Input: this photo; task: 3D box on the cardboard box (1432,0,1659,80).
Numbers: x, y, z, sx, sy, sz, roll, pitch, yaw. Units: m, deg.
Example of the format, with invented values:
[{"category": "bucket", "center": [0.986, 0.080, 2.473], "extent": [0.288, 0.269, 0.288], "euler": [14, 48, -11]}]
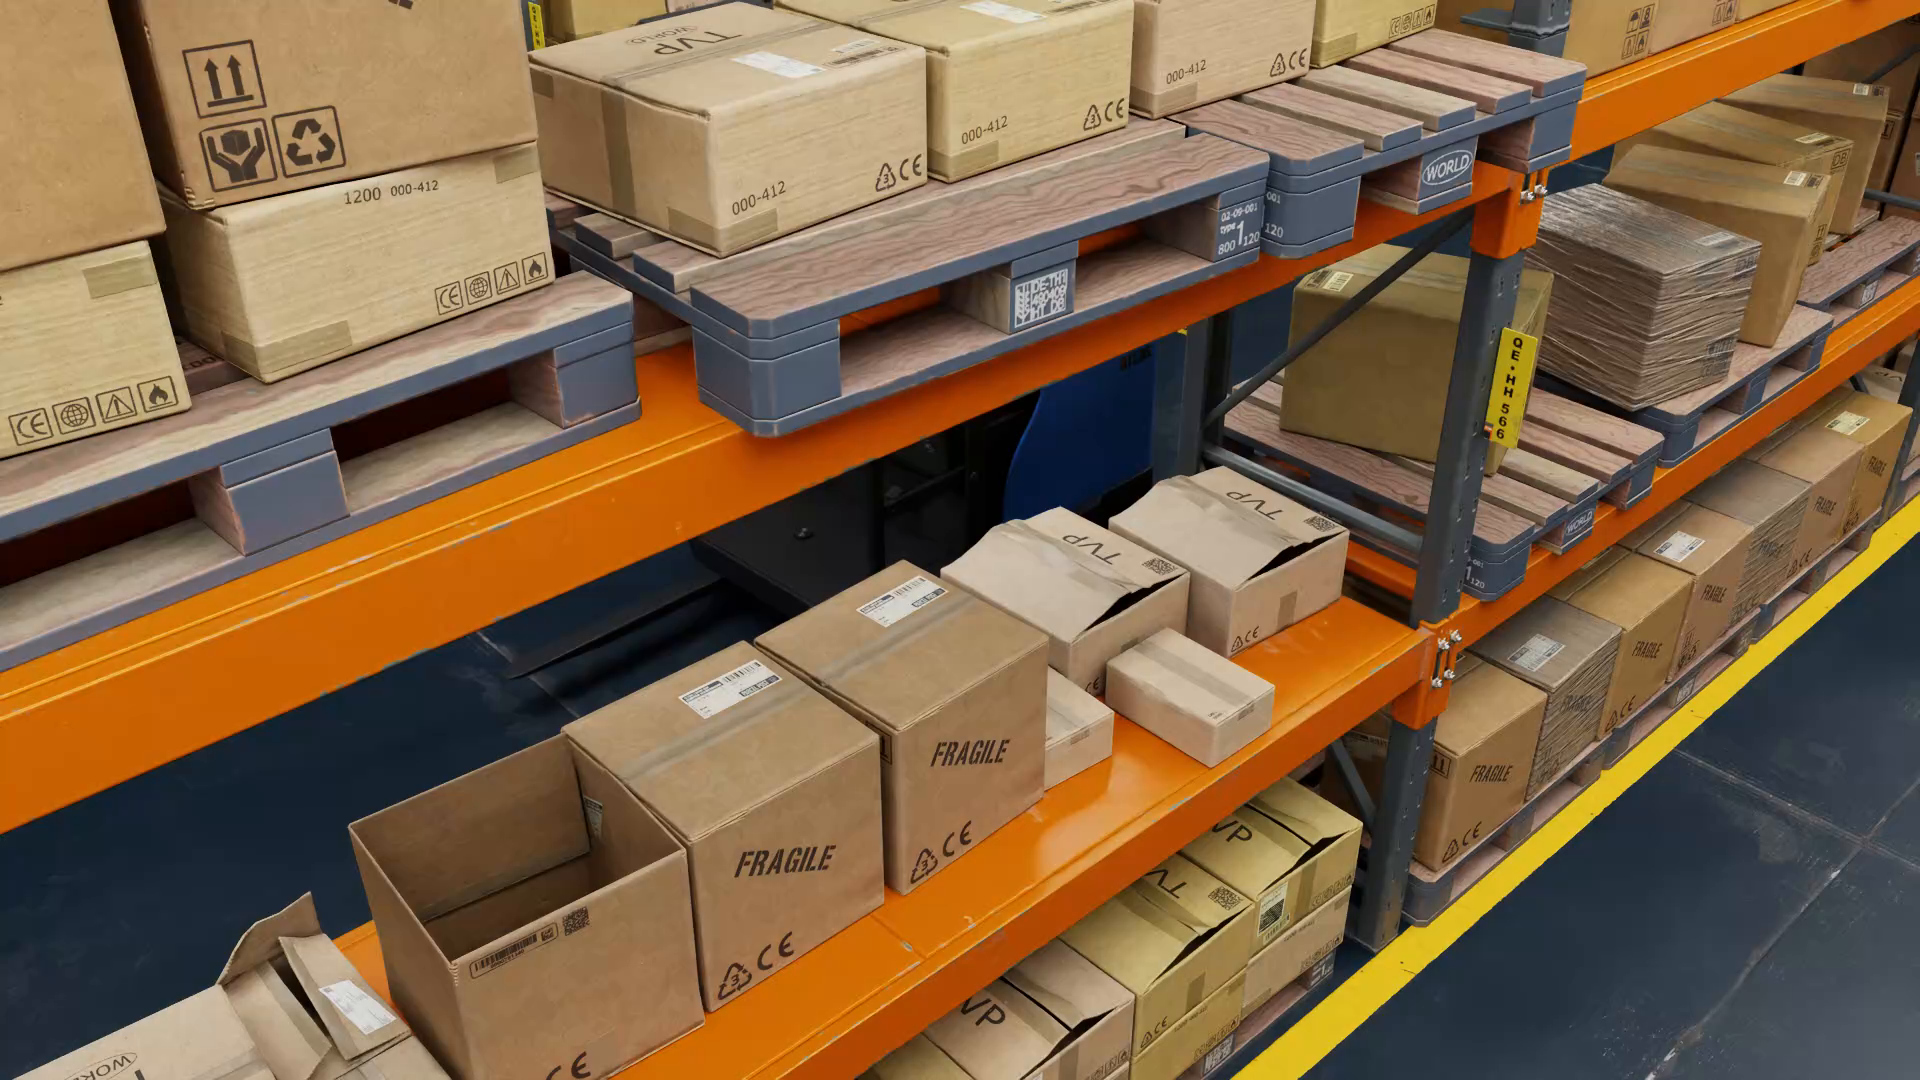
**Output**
[{"category": "cardboard box", "center": [1.378, -1.608, 4.533], "extent": [0.500, 0.500, 0.910], "euler": [-26, 40, -35]}]

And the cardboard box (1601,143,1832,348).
[{"category": "cardboard box", "center": [2.761, -1.108, 6.188], "extent": [0.700, 0.500, 0.500], "euler": [18, 36, 27]}]

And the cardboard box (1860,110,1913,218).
[{"category": "cardboard box", "center": [4.206, -1.855, 7.812], "extent": [0.500, 0.500, 0.500], "euler": [-25, 39, -35]}]

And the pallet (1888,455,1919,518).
[{"category": "pallet", "center": [4.518, -0.590, 8.513], "extent": [1.213, 0.211, 1.003], "euler": [-26, 40, -35]}]

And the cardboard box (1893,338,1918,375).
[{"category": "cardboard box", "center": [5.097, -0.892, 8.628], "extent": [0.250, 0.166, 0.380], "euler": [-26, 40, -35]}]

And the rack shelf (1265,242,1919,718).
[{"category": "rack shelf", "center": [2.548, -0.520, 6.415], "extent": [4.000, 0.370, 1.077], "euler": [-26, 40, -35]}]

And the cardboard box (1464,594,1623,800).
[{"category": "cardboard box", "center": [1.989, 0.521, 5.997], "extent": [0.500, 0.500, 0.500], "euler": [-27, 41, -37]}]

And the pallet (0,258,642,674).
[{"category": "pallet", "center": [-1.214, -0.215, 2.534], "extent": [0.805, 0.209, 1.217], "euler": [27, 41, 37]}]

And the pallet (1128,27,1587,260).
[{"category": "pallet", "center": [0.644, -1.042, 3.884], "extent": [1.003, 0.211, 1.213], "euler": [-24, 39, -33]}]

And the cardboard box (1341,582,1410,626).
[{"category": "cardboard box", "center": [1.607, 0.339, 6.294], "extent": [0.500, 0.500, 0.500], "euler": [-24, 39, -34]}]

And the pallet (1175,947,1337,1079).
[{"category": "pallet", "center": [0.451, 1.349, 5.342], "extent": [1.213, 0.211, 1.003], "euler": [-26, 40, -35]}]

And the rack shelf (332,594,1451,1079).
[{"category": "rack shelf", "center": [-0.385, 0.899, 4.095], "extent": [4.000, 0.370, 1.077], "euler": [-26, 40, -35]}]

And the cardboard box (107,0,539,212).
[{"category": "cardboard box", "center": [-0.971, -0.828, 2.376], "extent": [0.500, 0.500, 0.500], "euler": [-22, 38, -31]}]

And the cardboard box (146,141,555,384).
[{"category": "cardboard box", "center": [-0.993, -0.505, 2.566], "extent": [0.500, 0.250, 0.500], "euler": [25, 39, 34]}]

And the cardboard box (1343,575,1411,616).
[{"category": "cardboard box", "center": [1.646, -0.002, 6.134], "extent": [0.500, 0.250, 0.500], "euler": [-24, 39, -34]}]

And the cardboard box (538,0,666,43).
[{"category": "cardboard box", "center": [-1.760, -2.582, 7.978], "extent": [0.500, 0.250, 0.500], "euler": [-25, 39, -34]}]

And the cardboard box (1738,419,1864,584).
[{"category": "cardboard box", "center": [3.479, -0.201, 7.178], "extent": [0.500, 0.500, 0.500], "euler": [-26, 40, -35]}]

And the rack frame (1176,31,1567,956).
[{"category": "rack frame", "center": [1.081, -0.118, 5.067], "extent": [0.127, 3.000, 1.000], "euler": [-26, 40, -35]}]

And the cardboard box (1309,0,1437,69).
[{"category": "cardboard box", "center": [0.787, -1.330, 3.916], "extent": [0.500, 0.250, 0.500], "euler": [26, 40, 35]}]

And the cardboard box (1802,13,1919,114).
[{"category": "cardboard box", "center": [4.209, -2.284, 7.556], "extent": [0.500, 0.500, 0.500], "euler": [-26, 40, -35]}]

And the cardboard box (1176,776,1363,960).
[{"category": "cardboard box", "center": [0.864, 0.917, 5.071], "extent": [0.500, 0.311, 0.500], "euler": [-25, 39, -34]}]

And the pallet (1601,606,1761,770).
[{"category": "pallet", "center": [2.549, 0.391, 6.908], "extent": [1.213, 0.211, 1.003], "euler": [-26, 40, -35]}]

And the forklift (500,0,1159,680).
[{"category": "forklift", "center": [-0.493, -0.980, 6.543], "extent": [1.130, 2.935, 3.031], "euler": [27, 41, 37]}]

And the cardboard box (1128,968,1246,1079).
[{"category": "cardboard box", "center": [0.486, 1.340, 4.916], "extent": [0.500, 0.250, 0.500], "euler": [-26, 40, -36]}]

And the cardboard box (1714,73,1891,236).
[{"category": "cardboard box", "center": [3.515, -1.676, 7.117], "extent": [0.700, 0.500, 0.500], "euler": [15, 35, 23]}]

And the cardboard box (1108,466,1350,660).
[{"category": "cardboard box", "center": [0.785, 0.033, 4.907], "extent": [0.500, 0.311, 0.500], "euler": [-23, 38, -33]}]

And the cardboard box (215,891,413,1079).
[{"category": "cardboard box", "center": [-1.332, 0.976, 3.407], "extent": [0.258, 0.266, 0.396], "euler": [-27, 40, -37]}]

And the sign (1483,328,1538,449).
[{"category": "sign", "center": [1.461, -0.401, 4.420], "extent": [0.005, 0.325, 0.100], "euler": [-26, 40, -35]}]

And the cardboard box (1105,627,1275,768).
[{"category": "cardboard box", "center": [0.609, 0.414, 4.438], "extent": [0.250, 0.149, 0.380], "euler": [-26, 40, -35]}]

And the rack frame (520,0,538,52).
[{"category": "rack frame", "center": [-2.290, -2.011, 8.164], "extent": [0.127, 3.000, 1.000], "euler": [-26, 40, -35]}]

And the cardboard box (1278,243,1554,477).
[{"category": "cardboard box", "center": [1.466, -0.606, 5.367], "extent": [0.700, 0.500, 0.500], "euler": [15, 35, 23]}]

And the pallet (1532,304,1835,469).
[{"category": "pallet", "center": [2.504, -0.727, 6.248], "extent": [1.213, 0.211, 1.003], "euler": [-26, 40, -35]}]

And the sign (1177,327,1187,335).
[{"category": "sign", "center": [0.705, -0.782, 5.120], "extent": [0.005, 0.325, 0.100], "euler": [-26, 40, -35]}]

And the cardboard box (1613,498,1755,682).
[{"category": "cardboard box", "center": [2.740, 0.158, 6.591], "extent": [0.500, 0.500, 0.500], "euler": [-27, 41, -37]}]

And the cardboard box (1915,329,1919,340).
[{"category": "cardboard box", "center": [5.388, -1.328, 9.017], "extent": [0.637, 0.503, 0.797], "euler": [-26, 40, -35]}]

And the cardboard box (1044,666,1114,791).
[{"category": "cardboard box", "center": [0.184, 0.463, 4.358], "extent": [0.250, 0.149, 0.380], "euler": [-23, 38, -32]}]

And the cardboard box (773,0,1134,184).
[{"category": "cardboard box", "center": [-0.013, -0.939, 3.276], "extent": [0.500, 0.250, 0.500], "euler": [-27, 40, -36]}]

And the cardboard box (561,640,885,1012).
[{"category": "cardboard box", "center": [-0.524, 0.628, 3.752], "extent": [0.500, 0.500, 0.500], "euler": [-26, 40, -35]}]

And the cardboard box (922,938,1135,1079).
[{"category": "cardboard box", "center": [0.116, 1.282, 4.474], "extent": [0.500, 0.311, 0.500], "euler": [-26, 40, -36]}]

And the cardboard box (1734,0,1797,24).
[{"category": "cardboard box", "center": [2.133, -1.973, 5.130], "extent": [0.500, 0.500, 0.910], "euler": [-26, 40, -35]}]
